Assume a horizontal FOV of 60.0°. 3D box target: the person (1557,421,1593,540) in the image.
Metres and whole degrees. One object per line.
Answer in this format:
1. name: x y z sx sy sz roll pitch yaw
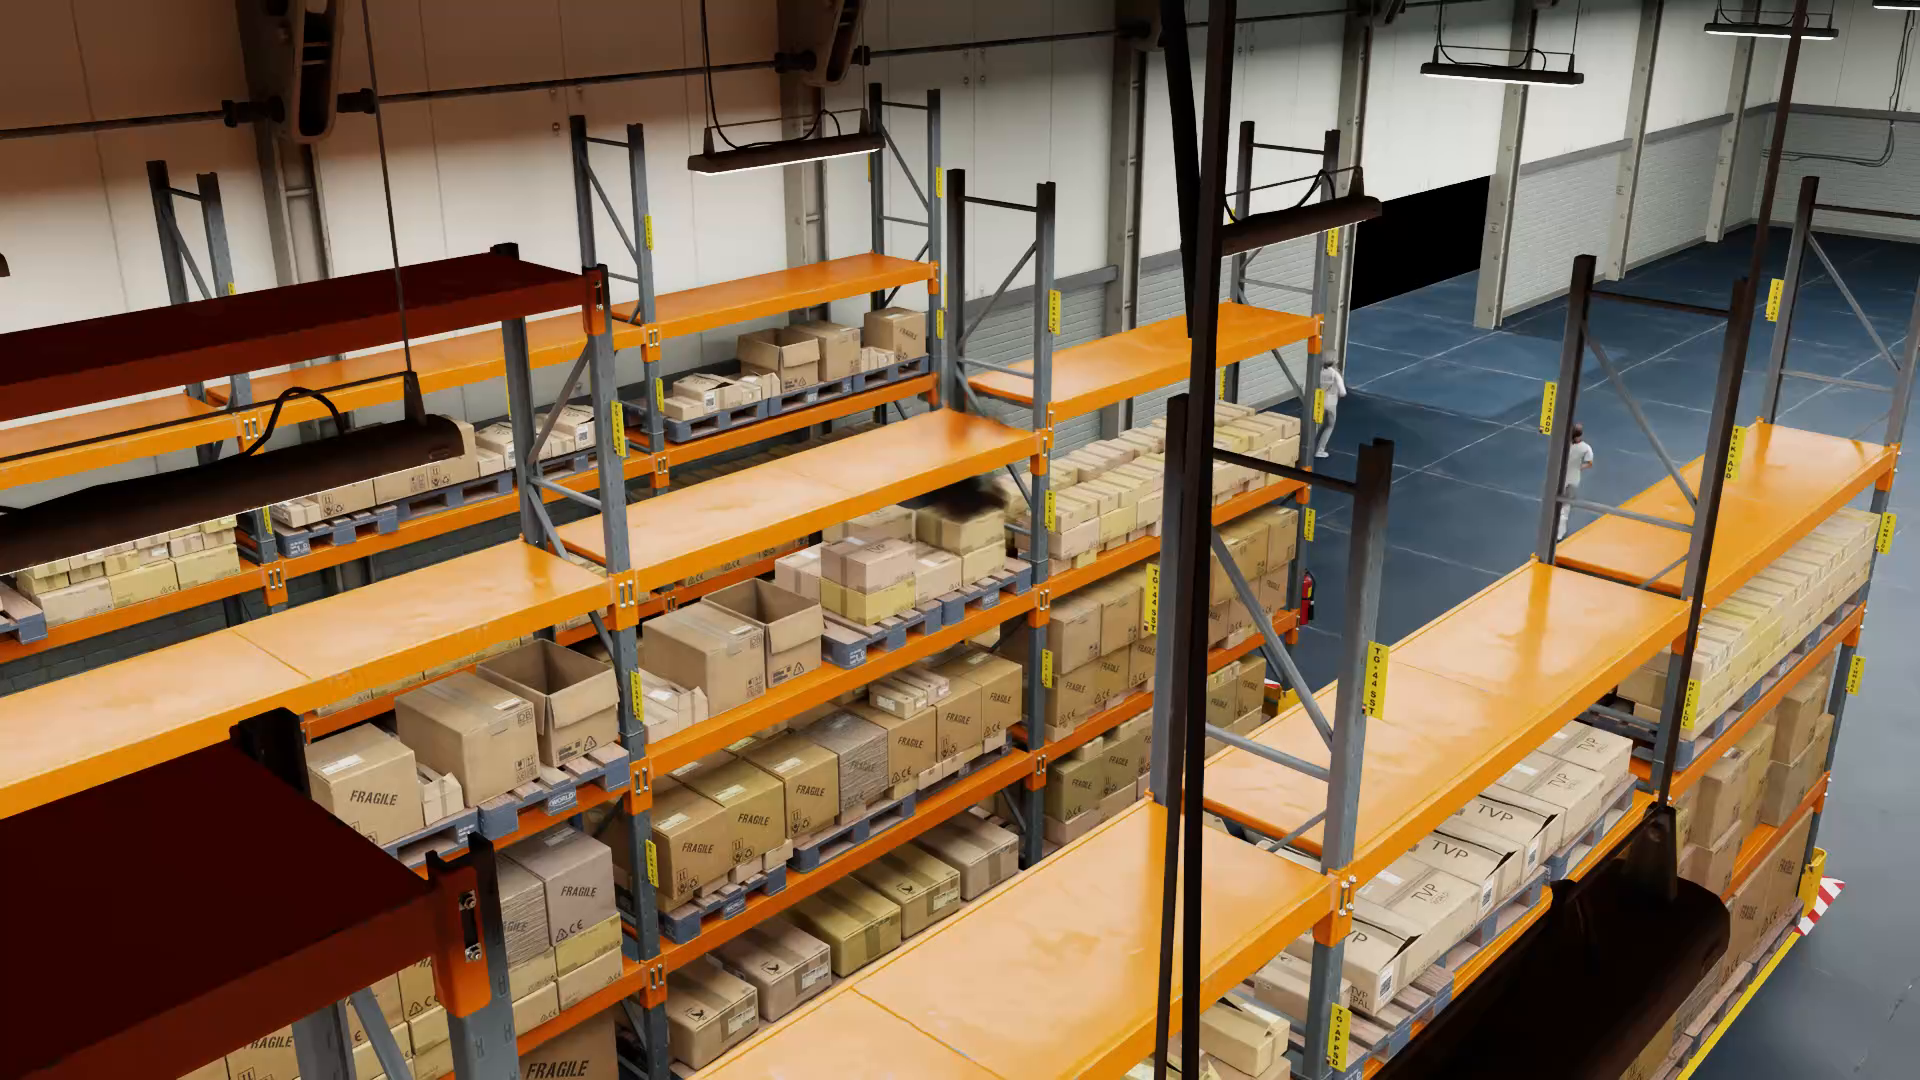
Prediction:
1. person: 7.943 -0.763 21.762 0.594 1.633 0.597 1 21 2

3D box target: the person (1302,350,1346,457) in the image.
1. person: 5.504 -2.058 25.043 0.658 1.664 0.529 15 26 33
